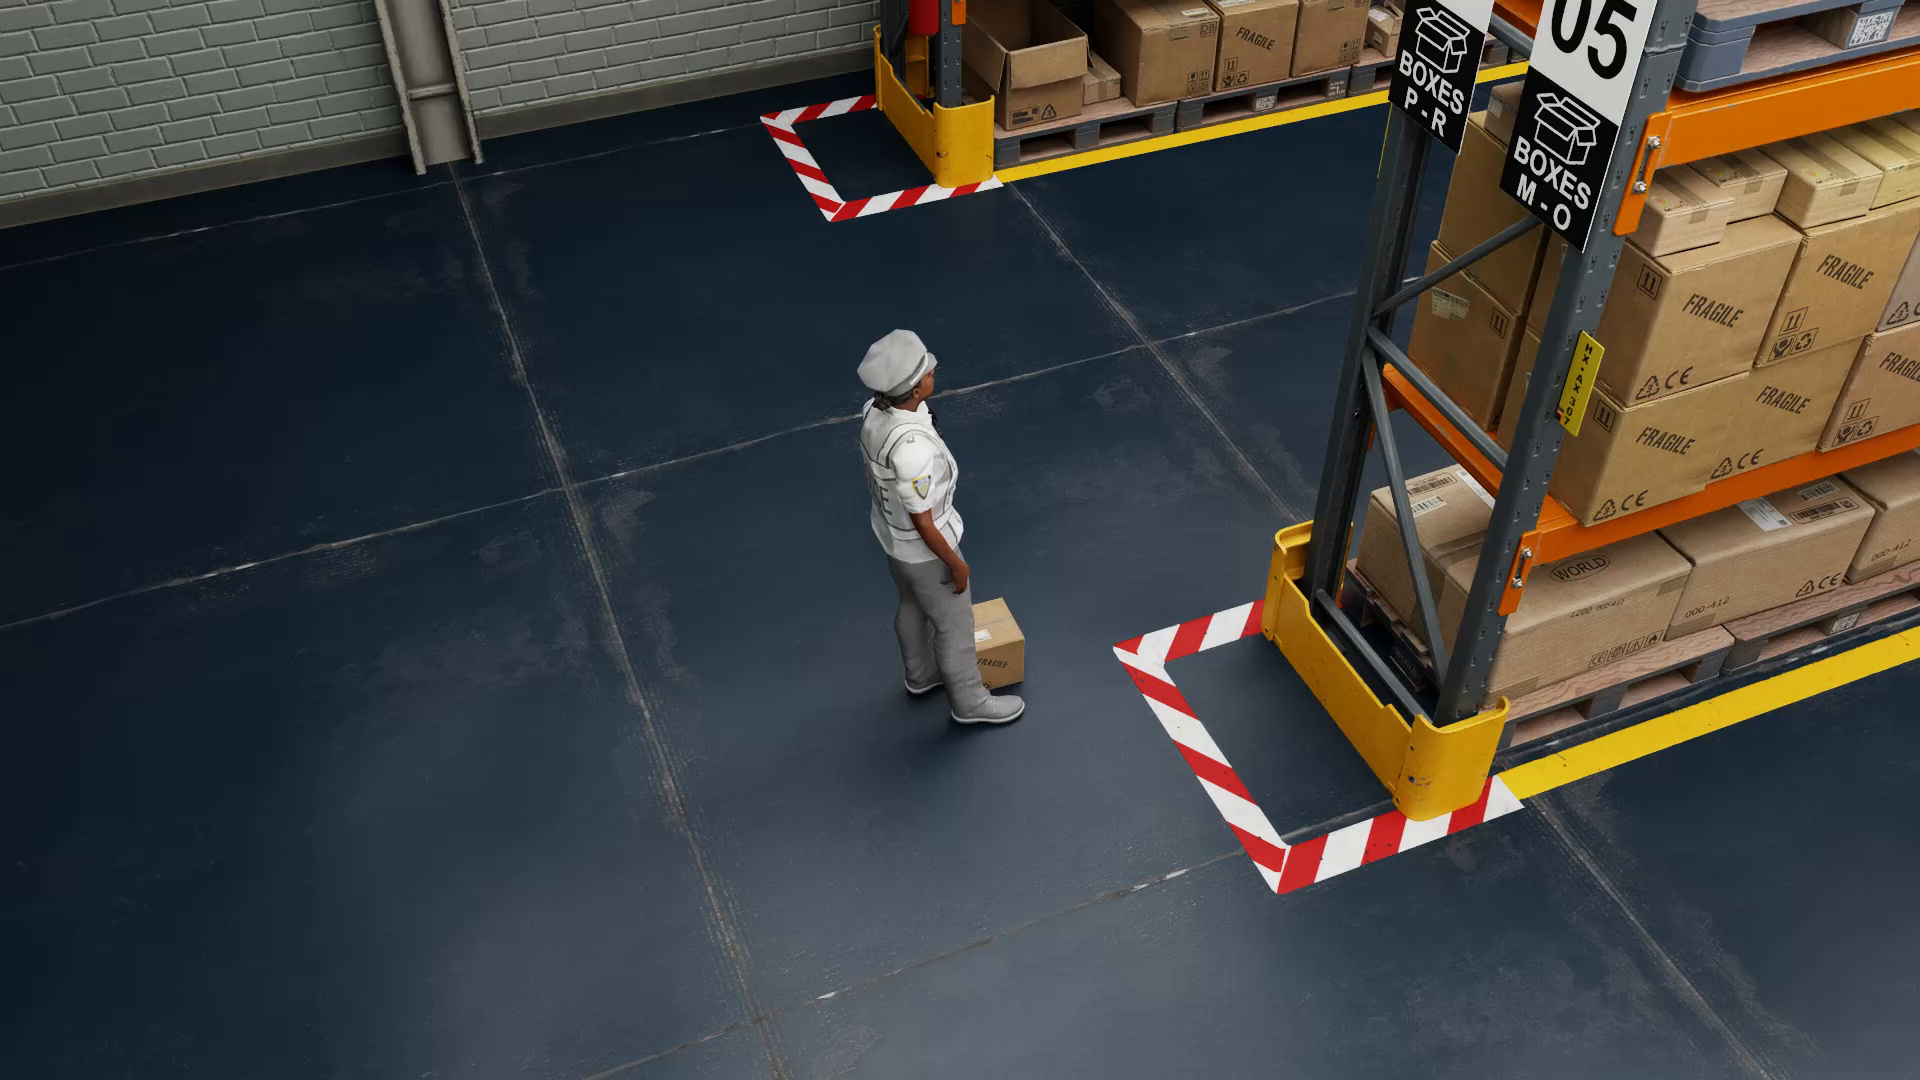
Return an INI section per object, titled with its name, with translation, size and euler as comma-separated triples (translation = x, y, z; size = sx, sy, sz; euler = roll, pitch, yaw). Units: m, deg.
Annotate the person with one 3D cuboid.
[person]
translation = -0.077, -0.036, 6.162
size = 0.530, 1.695, 0.569
euler = -15, 44, -16
